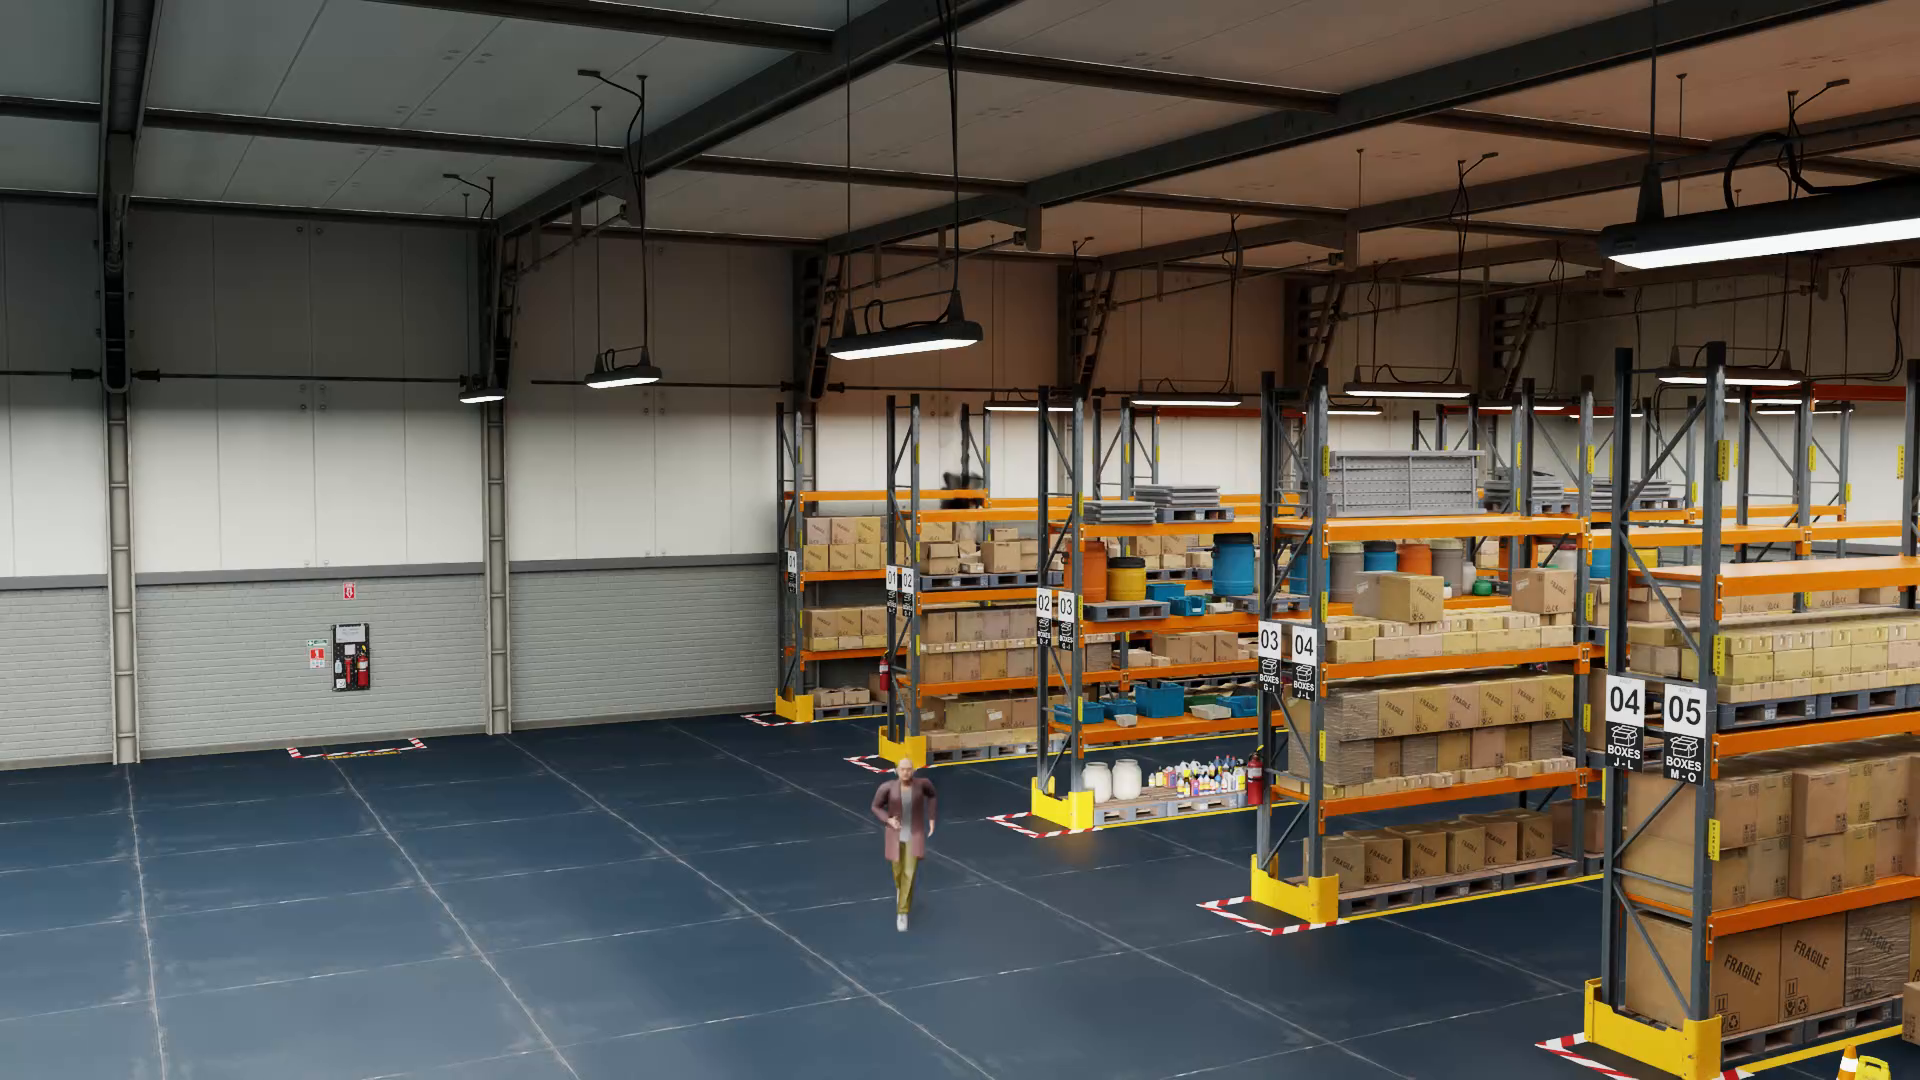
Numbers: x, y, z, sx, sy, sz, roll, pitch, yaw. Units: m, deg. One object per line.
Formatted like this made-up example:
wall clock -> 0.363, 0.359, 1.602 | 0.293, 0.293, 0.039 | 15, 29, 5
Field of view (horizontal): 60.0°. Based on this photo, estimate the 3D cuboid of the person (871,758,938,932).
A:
person -> -0.605, 3.249, 18.155 | 0.733, 1.782, 1.105 | 0, 3, -2
